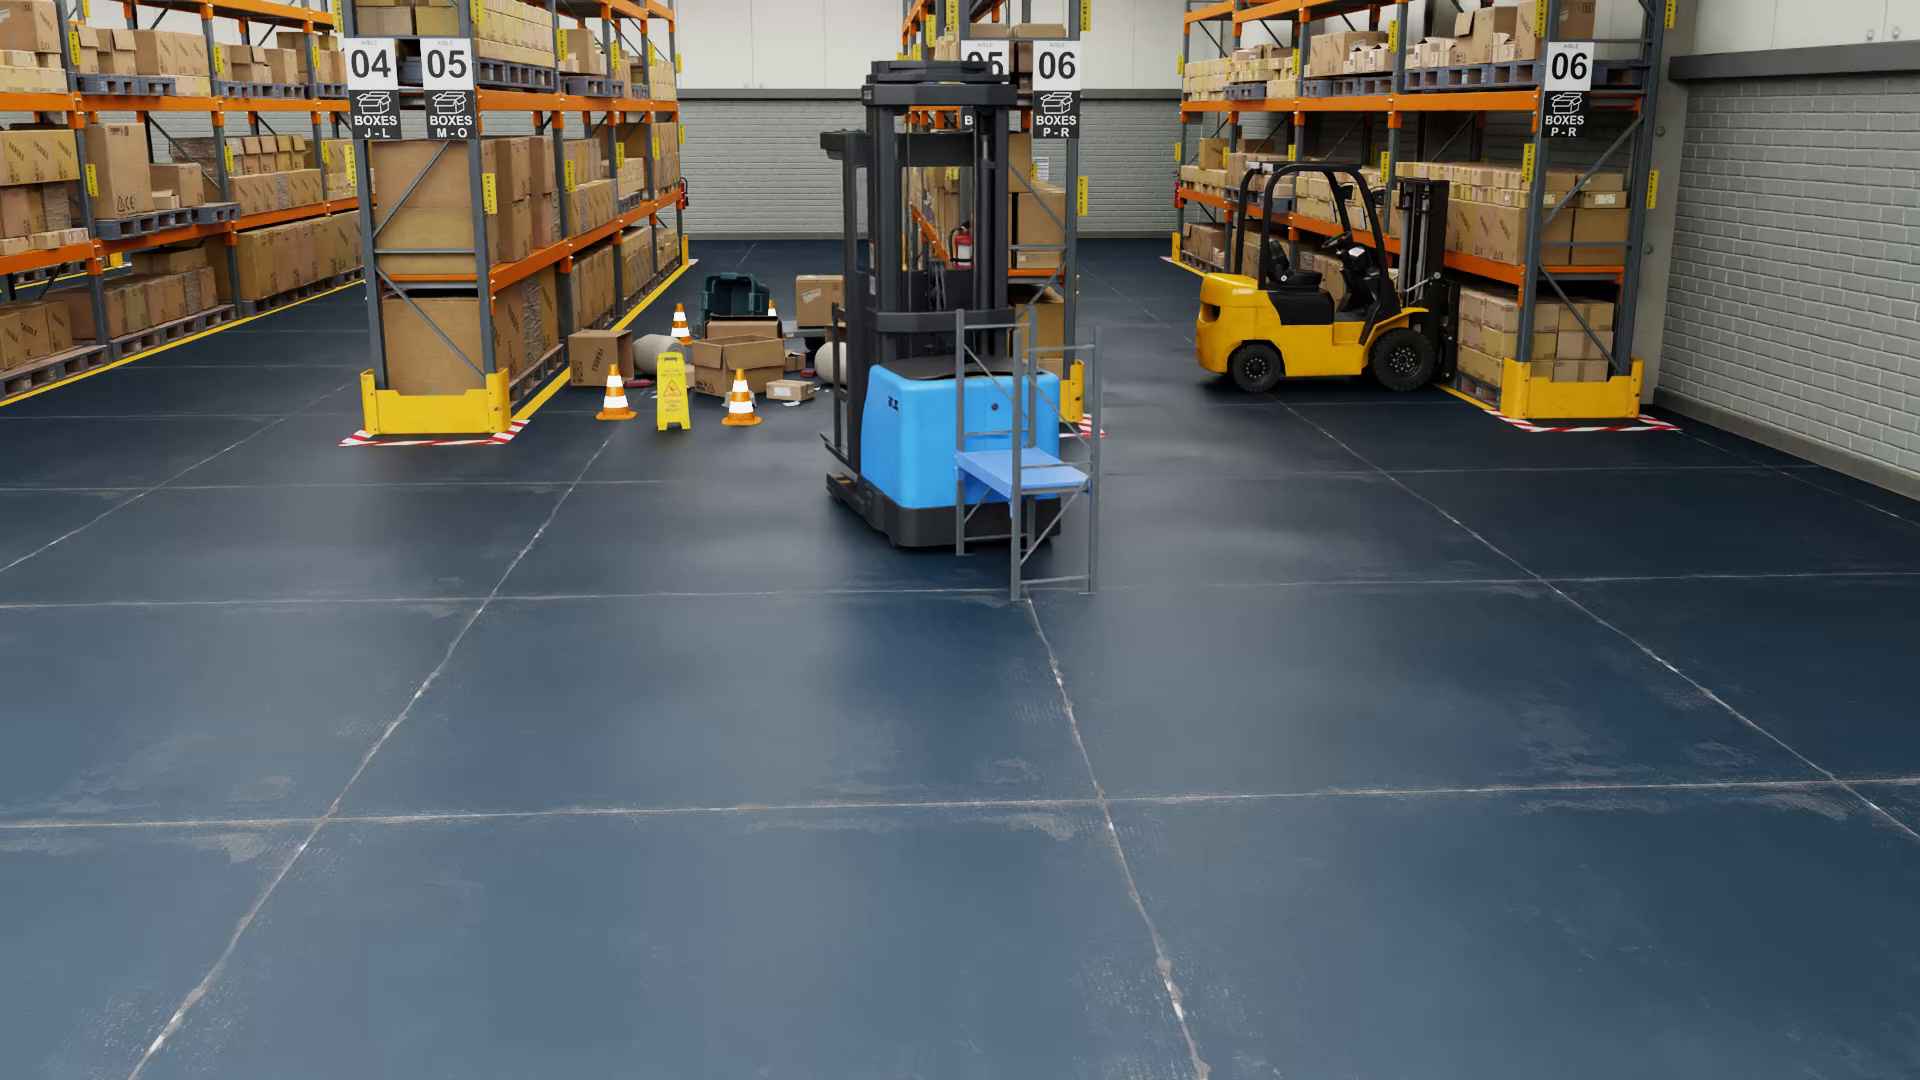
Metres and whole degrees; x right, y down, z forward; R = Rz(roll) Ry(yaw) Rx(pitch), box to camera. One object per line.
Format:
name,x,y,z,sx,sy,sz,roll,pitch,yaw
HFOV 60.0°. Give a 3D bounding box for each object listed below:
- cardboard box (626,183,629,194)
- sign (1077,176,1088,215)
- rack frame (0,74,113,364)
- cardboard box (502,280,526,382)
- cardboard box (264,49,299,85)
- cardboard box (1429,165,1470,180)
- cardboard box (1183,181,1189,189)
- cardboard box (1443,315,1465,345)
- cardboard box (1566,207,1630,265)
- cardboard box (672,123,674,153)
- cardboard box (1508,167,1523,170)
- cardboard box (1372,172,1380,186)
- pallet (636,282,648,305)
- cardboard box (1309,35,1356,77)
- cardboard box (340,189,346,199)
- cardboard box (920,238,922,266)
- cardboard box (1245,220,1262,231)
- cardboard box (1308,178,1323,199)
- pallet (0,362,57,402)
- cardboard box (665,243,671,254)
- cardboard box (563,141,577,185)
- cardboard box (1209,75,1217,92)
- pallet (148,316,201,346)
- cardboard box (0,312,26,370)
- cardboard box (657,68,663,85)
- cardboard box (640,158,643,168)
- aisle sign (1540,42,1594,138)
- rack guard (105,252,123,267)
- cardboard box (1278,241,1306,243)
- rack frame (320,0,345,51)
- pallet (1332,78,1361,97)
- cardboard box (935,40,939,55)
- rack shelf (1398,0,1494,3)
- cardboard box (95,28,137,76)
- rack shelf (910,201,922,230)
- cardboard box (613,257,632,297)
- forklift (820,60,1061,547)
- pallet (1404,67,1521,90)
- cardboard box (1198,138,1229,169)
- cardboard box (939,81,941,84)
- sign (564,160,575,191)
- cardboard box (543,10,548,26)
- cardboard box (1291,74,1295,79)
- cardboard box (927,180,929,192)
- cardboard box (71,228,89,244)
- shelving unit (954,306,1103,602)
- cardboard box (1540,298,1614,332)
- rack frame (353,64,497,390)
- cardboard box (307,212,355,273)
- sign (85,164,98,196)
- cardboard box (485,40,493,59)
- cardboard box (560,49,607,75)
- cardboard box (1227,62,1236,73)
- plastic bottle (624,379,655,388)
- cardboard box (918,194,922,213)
cardboard box,-4.848,-4.915,23.270,0.380,0.149,0.250,-1,14,-3
sign,1.034,-2.929,14.152,0.100,0.325,0.005,-1,14,-3
rack frame,-9.646,-3.343,17.499,1.000,3.000,0.127,-1,14,-3
cardboard box,-4.606,-1.960,15.547,0.875,0.875,0.875,-1,14,-4
cardboard box,-10.096,-6.893,24.233,0.700,0.500,0.500,-1,14,-2
cardboard box,5.010,-3.739,16.941,0.380,0.149,0.250,-1,14,-4
cardboard box,4.202,-6.350,29.691,0.380,0.149,0.250,-1,14,-4
cardboard box,5.031,-2.062,16.191,0.500,0.250,0.500,-1,14,-5
cardboard box,5.693,-2.754,15.011,0.500,0.500,0.500,0,14,-2
cardboard box,-5.125,-6.819,28.206,0.500,0.500,0.500,-1,14,-5
cardboard box,5.571,-3.557,16.232,0.380,0.149,0.250,-1,14,-3
cardboard box,4.959,-4.143,19.106,0.380,0.149,0.250,-1,14,-3
pallet,-5.057,-3.536,23.844,1.003,0.211,1.213,-1,14,-3
cardboard box,4.752,-6.137,21.095,0.500,0.500,0.500,-1,14,-3
cardboard box,-9.862,-5.420,26.077,0.380,0.149,0.250,0,14,-2
cardboard box,-0.183,-4.606,26.706,0.875,0.438,0.875,-1,14,-4
cardboard box,4.523,-4.857,25.658,0.380,0.149,0.250,-2,15,-6
cardboard box,4.764,-4.499,21.290,0.500,0.250,0.500,0,14,-2
pallet,-9.491,-1.522,16.017,1.003,0.211,1.213,-1,14,-3
cardboard box,-4.995,-4.829,27.555,0.380,0.149,0.250,-1,14,-3
cardboard box,-4.791,-4.304,19.027,0.700,0.500,0.500,-1,14,-3
cardboard box,4.360,-7.460,27.184,0.500,0.250,0.500,-1,14,-2
pallet,-9.775,-2.490,19.781,1.003,0.211,1.213,-1,14,-3
cardboard box,-9.502,-1.940,16.220,0.500,0.500,0.500,-2,15,-8
cardboard box,-5.019,-7.379,26.463,0.500,0.250,0.500,-1,14,-2
cardboard box,-4.966,-5.657,24.960,0.380,0.149,0.250,0,14,-1
aisle sign,5.157,-3.817,14.123,0.394,0.787,0.004,-1,14,-3
rack guard,-15.348,-5.046,29.135,1.175,0.500,0.348,-1,14,-3
cardboard box,4.647,-4.128,23.421,0.380,0.149,0.250,-1,14,-5
rack frame,-10.390,-9.233,28.350,1.000,3.000,0.127,-1,14,-3
pallet,5.154,-5.484,20.180,1.003,0.211,1.213,0,14,-1
cardboard box,-0.062,-5.130,17.327,0.380,0.149,0.250,-1,14,-4
rack shelf,5.322,-5.439,15.853,1.077,0.370,4.000,-1,14,-3
cardboard box,-9.636,-5.402,18.431,0.797,0.503,0.637,0,14,-1
rack shelf,-0.127,-4.640,23.983,1.077,0.370,4.000,-1,14,-3
cardboard box,-4.727,-3.562,22.523,0.500,0.500,0.500,-2,15,-6
forklift,-0.300,-1.698,11.242,1.130,2.935,3.031,-5,15,-17
pallet,5.277,-4.771,17.209,1.003,0.211,1.213,-1,14,-3
cardboard box,4.308,-6.502,27.977,0.500,0.500,0.500,-1,14,-2
cardboard box,-0.023,-4.679,17.178,0.380,0.149,0.250,-1,14,-3
sign,-4.136,-3.861,17.616,0.100,0.325,0.005,-1,14,-3
cardboard box,-4.333,-5.214,16.613,0.380,0.149,0.250,-1,14,-4
cardboard box,4.692,-6.291,22.436,0.380,0.149,0.250,-1,14,-5
cardboard box,-0.167,-4.641,20.906,0.500,0.500,0.500,0,14,-1
cardboard box,-9.340,-3.172,17.340,0.380,0.149,0.250,-1,14,-3
shelving unit,0.372,-0.524,9.555,0.538,1.500,1.048,-4,15,-17
cardboard box,5.605,-2.057,15.170,0.500,0.250,0.500,-1,14,-4
rack frame,-4.442,-2.399,13.832,1.000,3.000,0.127,-1,14,-3
cardboard box,-10.103,-4.672,26.087,0.875,0.875,0.875,-1,14,-3
sign,-9.105,-3.772,17.431,0.100,0.325,0.005,-1,14,-3
cardboard box,-4.160,-4.136,14.022,0.380,0.149,0.250,-1,14,-3
cardboard box,-4.573,-5.795,20.145,0.500,0.311,0.500,-1,14,-3
cardboard box,4.284,-7.209,25.368,0.380,0.149,0.250,0,14,-2
plastic bottle,-3.158,-1.545,16.410,0.283,0.061,0.133,-6,16,-23
cardboard box,-0.294,-4.540,22.452,0.500,0.250,0.500,-1,14,-5
